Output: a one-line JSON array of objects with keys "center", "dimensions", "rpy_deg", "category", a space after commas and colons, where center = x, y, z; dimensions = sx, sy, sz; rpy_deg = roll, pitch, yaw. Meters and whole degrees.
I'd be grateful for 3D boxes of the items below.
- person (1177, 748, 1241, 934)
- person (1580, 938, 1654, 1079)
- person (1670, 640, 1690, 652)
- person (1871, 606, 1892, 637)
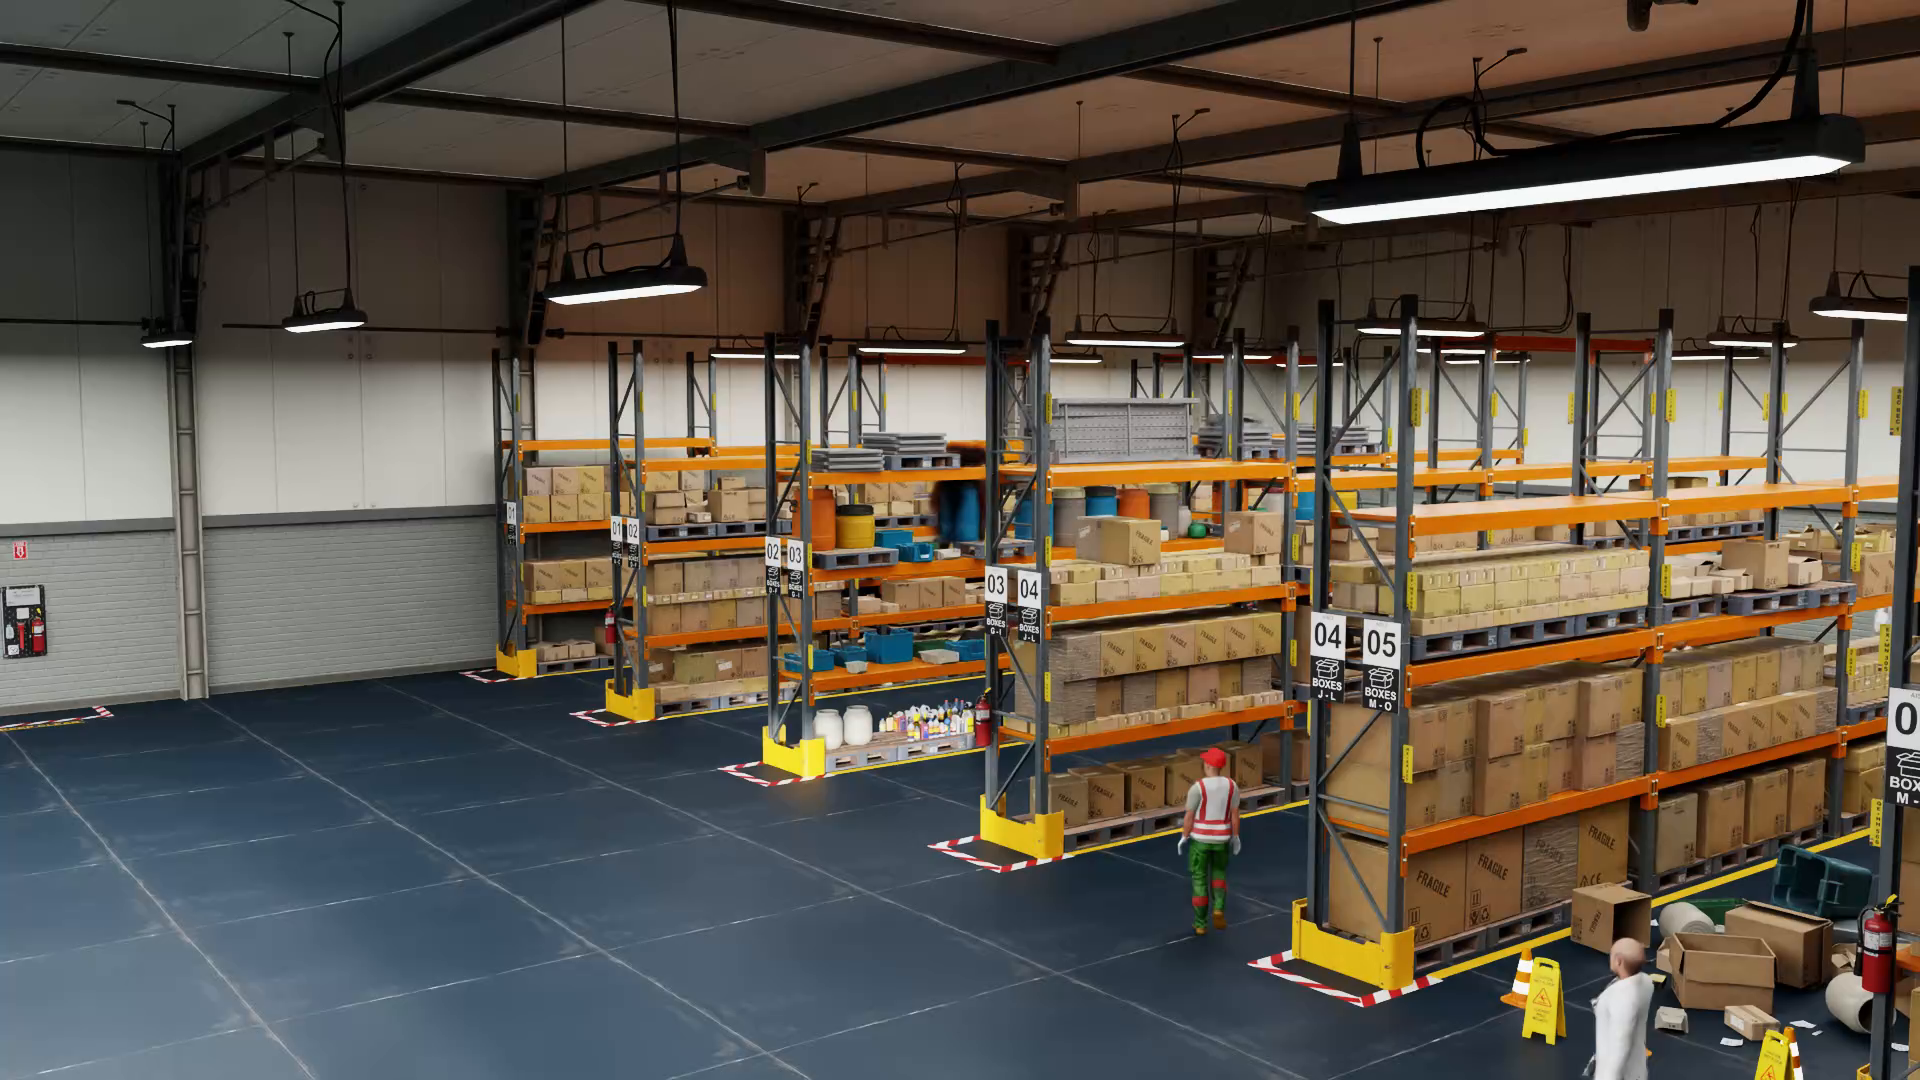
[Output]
[{"center": [2.384, 2.858, 15.918], "dimensions": [0.617, 1.782, 0.462], "rpy_deg": [-1, 5, -9], "category": "person"}, {"center": [4.146, 3.396, 10.402], "dimensions": [0.503, 1.683, 0.687], "rpy_deg": [2, 5, 21], "category": "person"}, {"center": [10.520, 2.168, 24.270], "dimensions": [1.034, 1.726, 0.518], "rpy_deg": [-4, 6, -39], "category": "person"}, {"center": [16.909, 1.636, 30.366], "dimensions": [0.963, 1.733, 0.684], "rpy_deg": [2, 6, 26], "category": "person"}]
